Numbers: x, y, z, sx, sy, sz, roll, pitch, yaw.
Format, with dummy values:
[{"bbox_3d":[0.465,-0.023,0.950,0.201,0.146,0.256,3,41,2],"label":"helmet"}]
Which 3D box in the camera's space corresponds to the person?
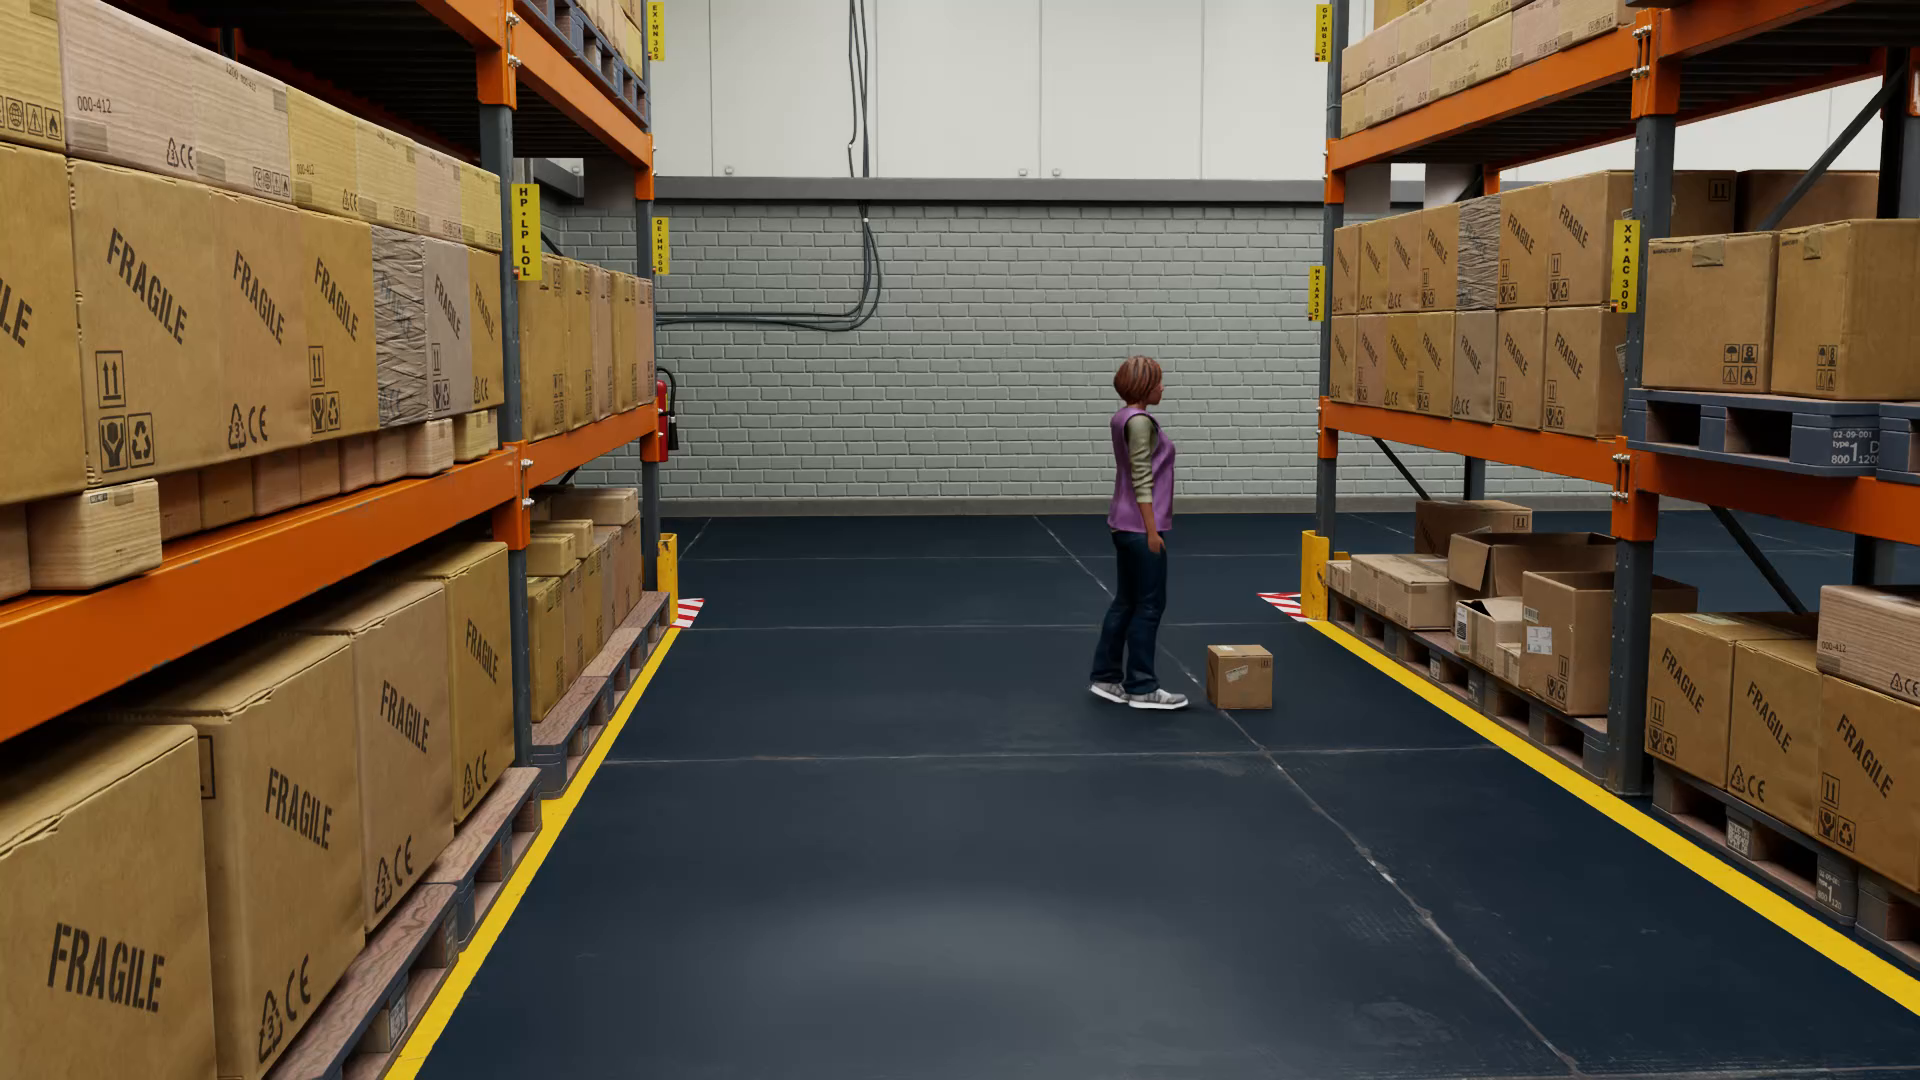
[{"bbox_3d":[0.820,-0.014,7.563,0.429,1.614,0.415,0,7,-3],"label":"person"}]
